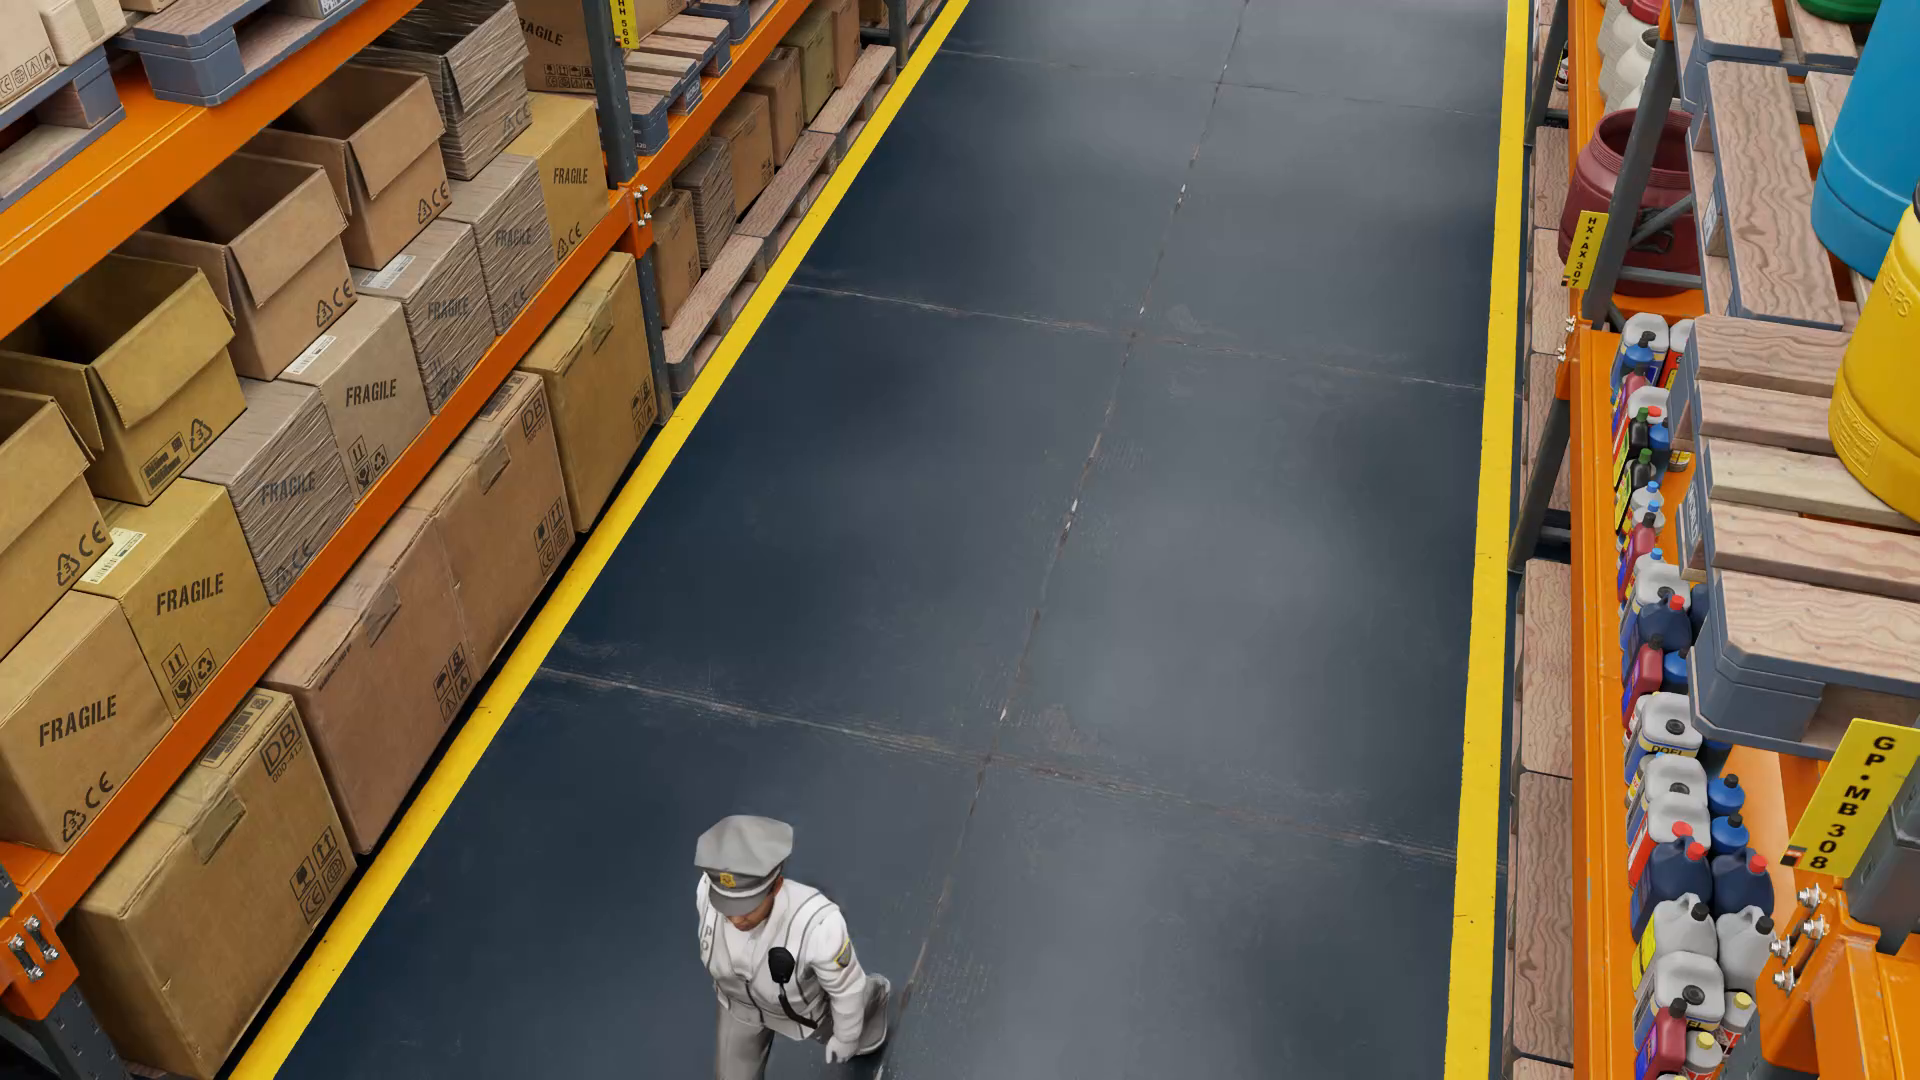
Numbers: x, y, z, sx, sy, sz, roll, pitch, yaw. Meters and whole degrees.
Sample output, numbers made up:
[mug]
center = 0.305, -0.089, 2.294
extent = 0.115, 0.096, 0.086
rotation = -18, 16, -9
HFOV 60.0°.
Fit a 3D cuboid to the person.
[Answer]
[person]
center = -0.475, 1.282, 4.718
extent = 0.488, 1.608, 1.091
rotation = 11, 42, 12
